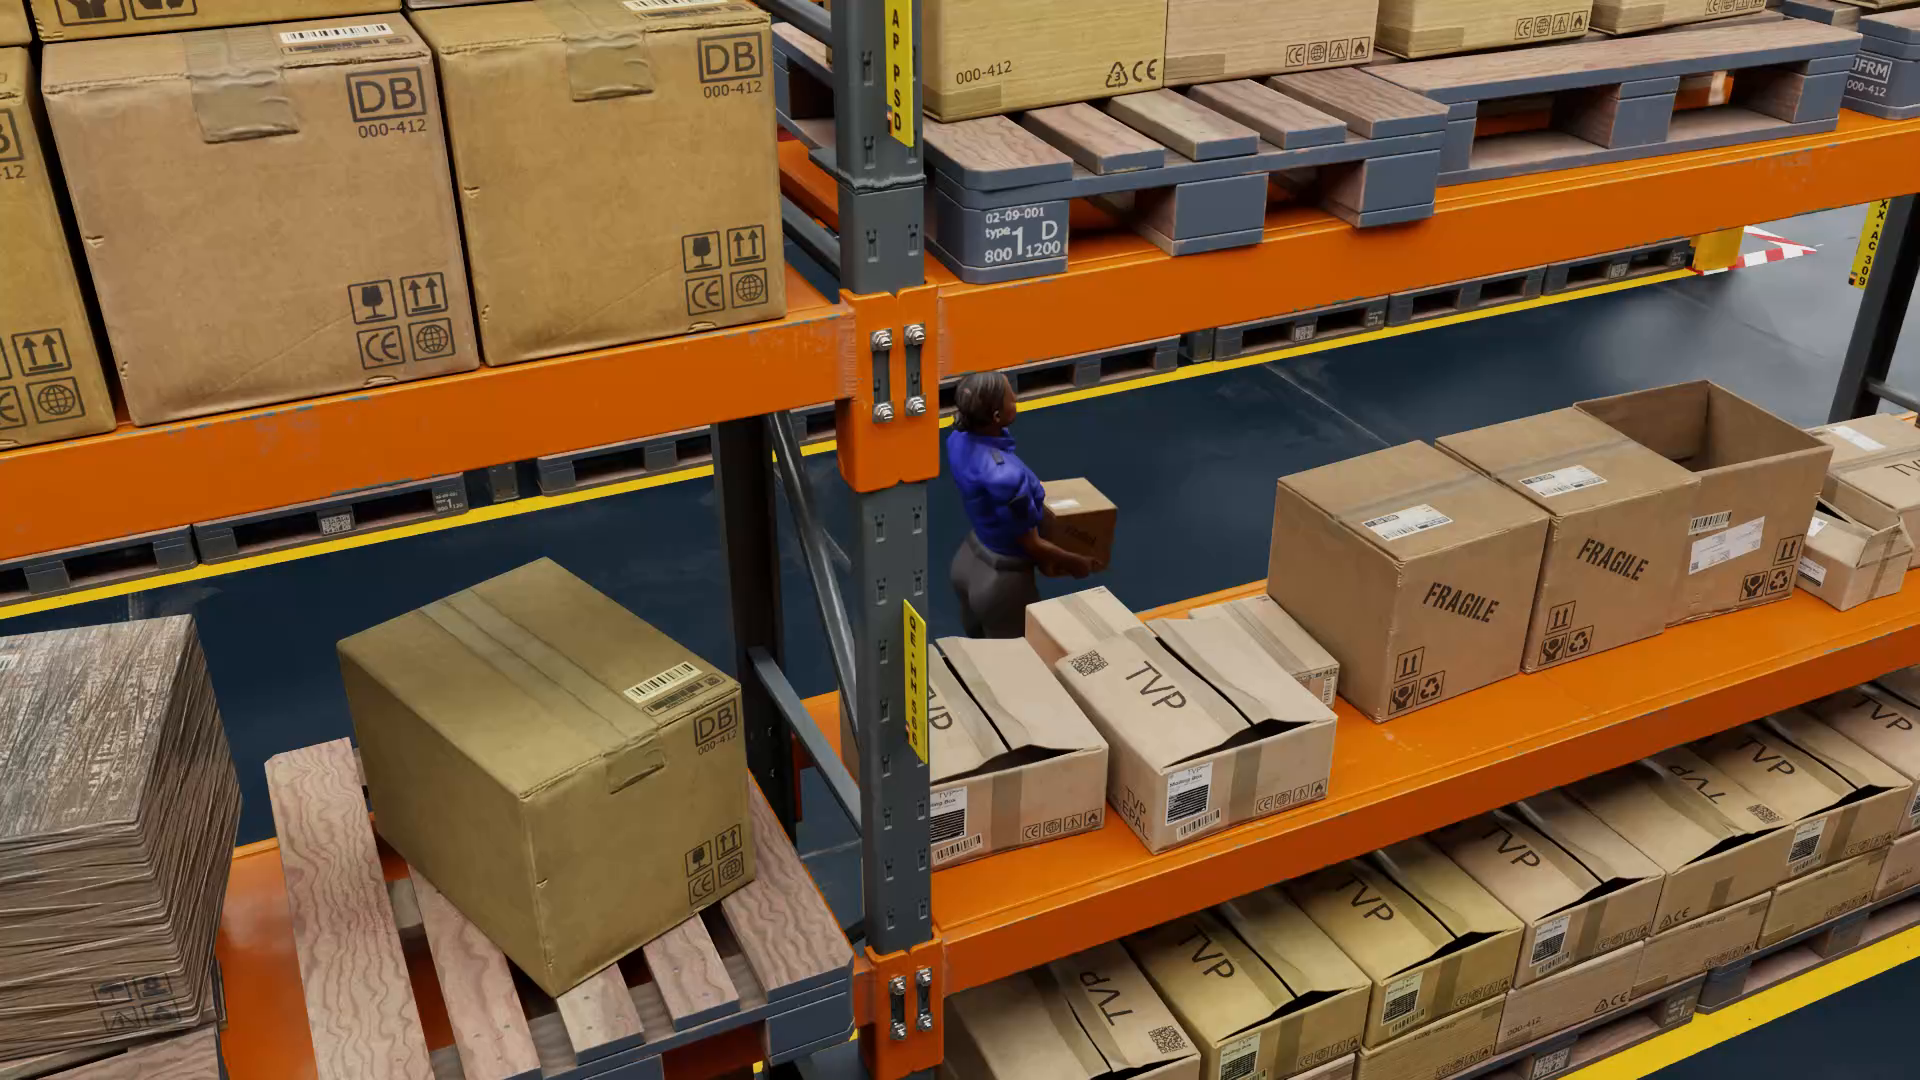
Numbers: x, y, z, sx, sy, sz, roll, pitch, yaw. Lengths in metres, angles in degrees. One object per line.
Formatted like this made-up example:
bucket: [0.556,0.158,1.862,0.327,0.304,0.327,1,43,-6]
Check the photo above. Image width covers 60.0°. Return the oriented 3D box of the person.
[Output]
person: [0.209,0.138,5.894,0.512,1.649,0.449,-13,32,-22]
